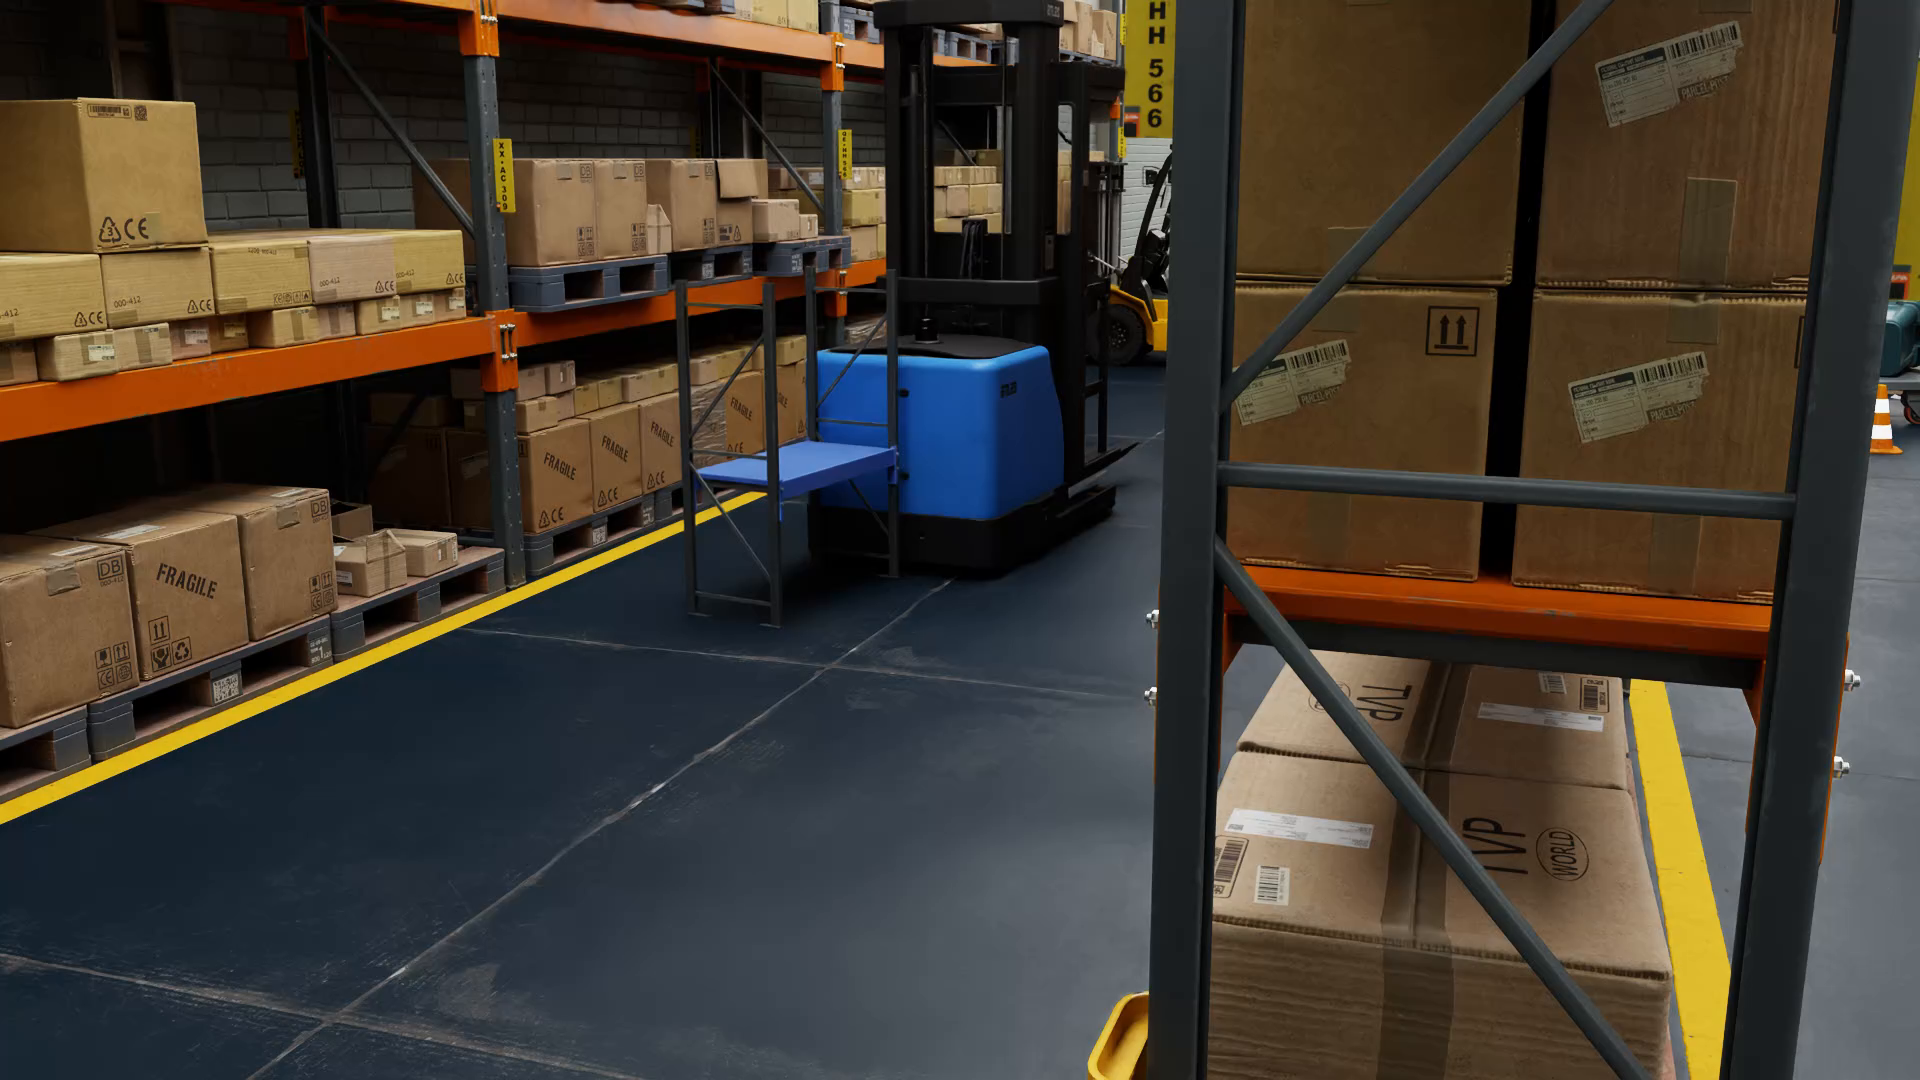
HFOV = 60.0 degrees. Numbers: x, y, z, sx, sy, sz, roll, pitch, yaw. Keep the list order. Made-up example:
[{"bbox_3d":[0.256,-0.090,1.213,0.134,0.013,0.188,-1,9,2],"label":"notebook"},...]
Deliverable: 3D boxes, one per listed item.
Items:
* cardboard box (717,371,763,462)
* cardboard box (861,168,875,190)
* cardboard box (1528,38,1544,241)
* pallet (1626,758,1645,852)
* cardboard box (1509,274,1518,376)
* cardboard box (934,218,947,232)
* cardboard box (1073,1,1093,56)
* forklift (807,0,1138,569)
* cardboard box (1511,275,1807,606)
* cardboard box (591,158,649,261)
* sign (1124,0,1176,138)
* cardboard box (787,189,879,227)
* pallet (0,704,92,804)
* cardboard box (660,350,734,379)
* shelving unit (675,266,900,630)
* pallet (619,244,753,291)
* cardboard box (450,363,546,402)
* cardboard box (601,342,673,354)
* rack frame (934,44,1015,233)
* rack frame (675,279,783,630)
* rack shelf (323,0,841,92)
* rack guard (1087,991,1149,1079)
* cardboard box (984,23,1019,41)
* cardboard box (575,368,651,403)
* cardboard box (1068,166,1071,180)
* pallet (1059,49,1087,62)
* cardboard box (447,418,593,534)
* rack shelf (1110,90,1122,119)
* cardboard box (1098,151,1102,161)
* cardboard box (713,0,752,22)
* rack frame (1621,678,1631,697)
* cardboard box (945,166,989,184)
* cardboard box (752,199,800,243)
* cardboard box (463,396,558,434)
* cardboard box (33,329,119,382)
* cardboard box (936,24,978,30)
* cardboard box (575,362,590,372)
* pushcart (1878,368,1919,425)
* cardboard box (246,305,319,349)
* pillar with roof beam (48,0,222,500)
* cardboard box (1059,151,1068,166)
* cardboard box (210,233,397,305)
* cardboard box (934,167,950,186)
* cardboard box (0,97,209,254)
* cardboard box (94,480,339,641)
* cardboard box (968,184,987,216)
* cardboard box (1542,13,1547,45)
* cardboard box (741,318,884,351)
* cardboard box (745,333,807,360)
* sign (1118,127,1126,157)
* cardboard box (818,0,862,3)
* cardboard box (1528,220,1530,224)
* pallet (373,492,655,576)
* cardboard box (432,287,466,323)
[{"bbox_3d":[-1.565,-0.778,10.329,0.500,0.500,0.500,5,14,21],"label":"cardboard box"},{"bbox_3d":[-0.826,-2.578,11.861,0.380,0.149,0.250,5,14,20],"label":"cardboard box"},{"bbox_3d":[1.561,-0.905,3.742,0.500,0.500,0.500,4,14,18],"label":"cardboard box"},{"bbox_3d":[1.397,0.859,4.749,1.003,0.211,1.213,4,14,18],"label":"pallet"},{"bbox_3d":[1.544,-0.776,5.420,0.500,0.500,0.500,4,14,19],"label":"cardboard box"},{"bbox_3d":[-0.422,-2.438,13.264,0.500,0.250,0.500,5,14,20],"label":"cardboard box"},{"bbox_3d":[0.956,-5.241,17.076,0.700,0.500,0.500,4,14,19],"label":"cardboard box"},{"bbox_3d":[0.261,-1.571,9.283,1.130,2.935,3.031,5,14,22],"label":"forklift"},{"bbox_3d":[1.243,-0.199,2.896,0.500,0.500,0.500,4,14,18],"label":"cardboard box"},{"bbox_3d":[-2.052,-1.717,8.603,0.700,0.500,0.500,5,14,19],"label":"cardboard box"},{"bbox_3d":[0.307,-0.792,2.584,0.100,0.325,0.005,4,14,18],"label":"sign"},{"bbox_3d":[-0.895,-2.356,11.783,0.500,0.250,0.500,4,14,18],"label":"cardboard box"},{"bbox_3d":[-3.600,0.749,5.233,1.003,0.211,1.213,4,14,18],"label":"pallet"},{"bbox_3d":[-1.608,-1.075,10.171,0.380,0.149,0.250,4,13,18],"label":"cardboard box"},{"bbox_3d":[-0.763,-0.467,7.664,0.538,1.500,1.048,7,15,27],"label":"shelving unit"},{"bbox_3d":[-1.918,-1.608,9.723,1.003,0.211,1.213,4,14,18],"label":"pallet"},{"bbox_3d":[-2.277,-0.777,8.199,0.380,0.149,0.250,4,13,17],"label":"cardboard box"},{"bbox_3d":[-2.049,-1.164,10.561,0.380,0.149,0.250,4,13,16],"label":"cardboard box"},{"bbox_3d":[0.001,-2.953,15.187,1.000,3.000,0.127,4,14,18],"label":"rack frame"},{"bbox_3d":[-1.003,-0.367,7.227,0.500,1.500,0.032,7,15,27],"label":"rack frame"},{"bbox_3d":[-1.941,-2.802,9.398,1.077,0.370,4.000,4,14,18],"label":"rack shelf"},{"bbox_3d":[0.808,1.153,2.811,1.175,0.500,0.348,4,14,18],"label":"rack guard"},{"bbox_3d":[0.433,-4.619,15.141,0.380,0.149,0.250,5,14,20],"label":"cardboard box"},{"bbox_3d":[-1.939,-0.855,9.209,0.380,0.149,0.250,4,14,18],"label":"cardboard box"},{"bbox_3d":[1.056,-3.796,17.194,0.380,0.149,0.250,4,14,19],"label":"cardboard box"},{"bbox_3d":[0.649,-4.810,16.780,1.003,0.211,1.213,4,14,18],"label":"pallet"},{"bbox_3d":[-2.218,-0.341,8.414,0.500,0.500,0.500,5,14,21],"label":"cardboard box"},{"bbox_3d":[0.648,-4.486,16.778,1.077,0.370,4.000,4,14,18],"label":"rack shelf"},{"bbox_3d":[1.328,-4.161,18.126,0.380,0.149,0.250,4,14,18],"label":"cardboard box"},{"bbox_3d":[-1.553,-3.164,9.704,0.500,0.250,0.500,4,14,18],"label":"cardboard box"},{"bbox_3d":[2.110,-0.912,6.245,1.000,3.000,0.127,4,14,18],"label":"rack frame"},{"bbox_3d":[0.034,-3.175,14.475,0.380,0.149,0.250,4,13,18],"label":"cardboard box"},{"bbox_3d":[-1.328,-1.997,10.392,0.500,0.250,0.500,4,13,16],"label":"cardboard box"},{"bbox_3d":[-2.220,-0.628,8.213,0.380,0.149,0.250,5,14,21],"label":"cardboard box"},{"bbox_3d":[-3.052,-0.622,5.535,0.380,0.149,0.250,4,13,17],"label":"cardboard box"},{"bbox_3d":[-0.068,-4.293,13.713,0.380,0.149,0.250,4,14,18],"label":"cardboard box"},{"bbox_3d":[-2.363,-0.945,9.604,0.380,0.149,0.250,5,14,19],"label":"cardboard box"},{"bbox_3d":[6.872,-1.165,13.243,1.648,0.377,0.936,0,13,-1],"label":"pushcart"},{"bbox_3d":[-2.743,-0.839,6.489,0.380,0.149,0.250,4,13,18],"label":"cardboard box"},{"bbox_3d":[0.408,-3.802,5.424,9.100,9.000,0.400,4,14,18],"label":"pillar with roof beam"},{"bbox_3d":[0.888,-3.892,16.947,0.380,0.149,0.250,5,14,19],"label":"cardboard box"},{"bbox_3d":[-2.670,-1.110,6.777,0.500,0.250,0.500,4,14,19],"label":"cardboard box"},{"bbox_3d":[-0.297,-2.898,13.261,0.380,0.149,0.250,4,13,17],"label":"cardboard box"},{"bbox_3d":[-2.995,-1.256,5.735,0.500,0.500,0.500,5,14,20],"label":"cardboard box"},{"bbox_3d":[-2.945,0.069,6.617,0.700,0.500,0.500,4,13,16],"label":"cardboard box"},{"bbox_3d":[-0.076,-2.893,14.138,0.500,0.250,0.500,4,13,17],"label":"cardboard box"},{"bbox_3d":[2.034,-1.578,5.230,0.380,0.149,0.250,4,14,18],"label":"cardboard box"},{"bbox_3d":[-1.079,-1.289,12.286,0.875,0.625,0.625,5,14,20],"label":"cardboard box"},{"bbox_3d":[-1.214,-1.291,11.121,0.380,0.149,0.250,4,13,16],"label":"cardboard box"},{"bbox_3d":[1.804,-4.434,18.538,0.100,0.325,0.005,4,14,18],"label":"sign"},{"bbox_3d":[-0.893,-3.765,11.357,0.380,0.166,0.250,4,14,18],"label":"cardboard box"},{"bbox_3d":[2.202,-0.845,5.725,0.500,0.500,0.500,4,14,19],"label":"cardboard box"},{"bbox_3d":[-2.360,-0.083,8.880,1.003,0.211,1.213,4,14,18],"label":"pallet"},{"bbox_3d":[-2.452,-1.061,7.461,0.380,0.149,0.250,5,14,19],"label":"cardboard box"}]
